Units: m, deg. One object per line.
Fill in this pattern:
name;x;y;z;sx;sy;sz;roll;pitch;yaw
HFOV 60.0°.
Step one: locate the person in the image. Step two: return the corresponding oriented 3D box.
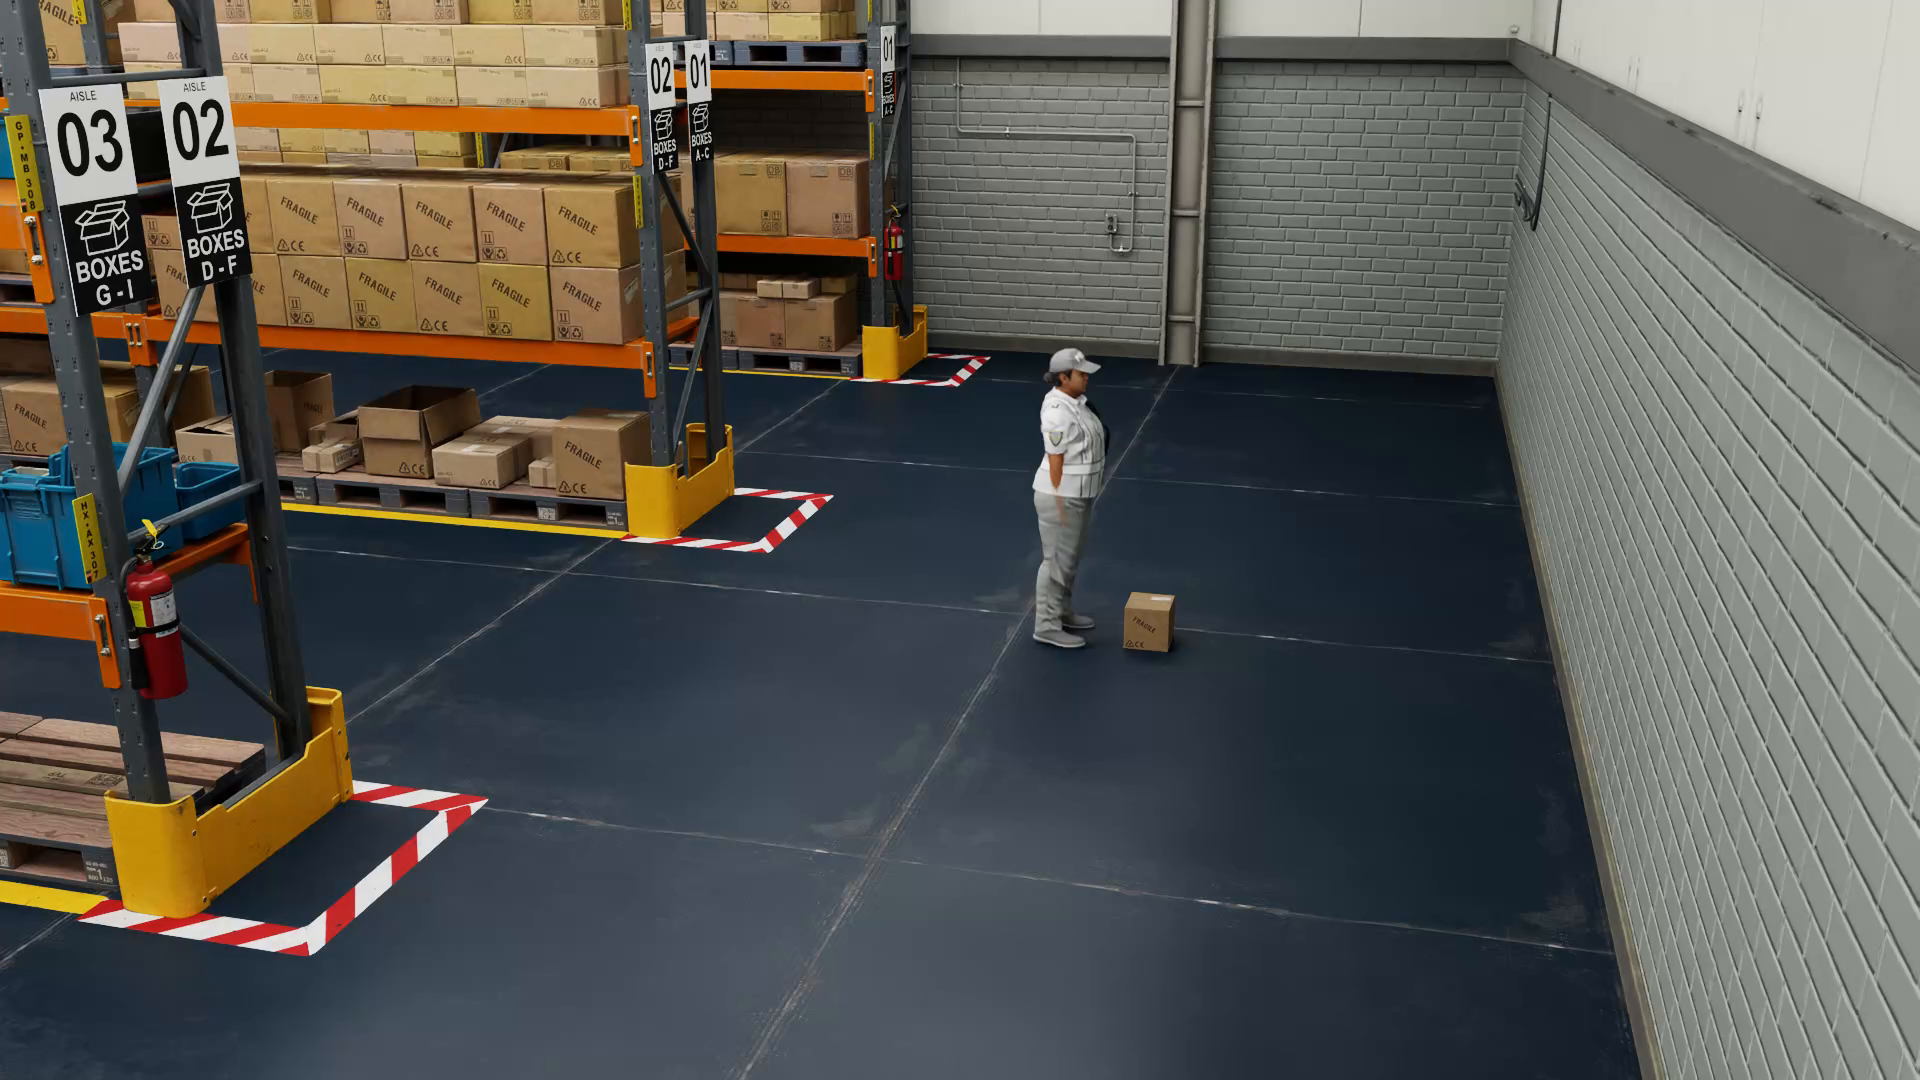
person;0.613;-0.247;9.300;0.392;1.668;0.462;5;19;15
